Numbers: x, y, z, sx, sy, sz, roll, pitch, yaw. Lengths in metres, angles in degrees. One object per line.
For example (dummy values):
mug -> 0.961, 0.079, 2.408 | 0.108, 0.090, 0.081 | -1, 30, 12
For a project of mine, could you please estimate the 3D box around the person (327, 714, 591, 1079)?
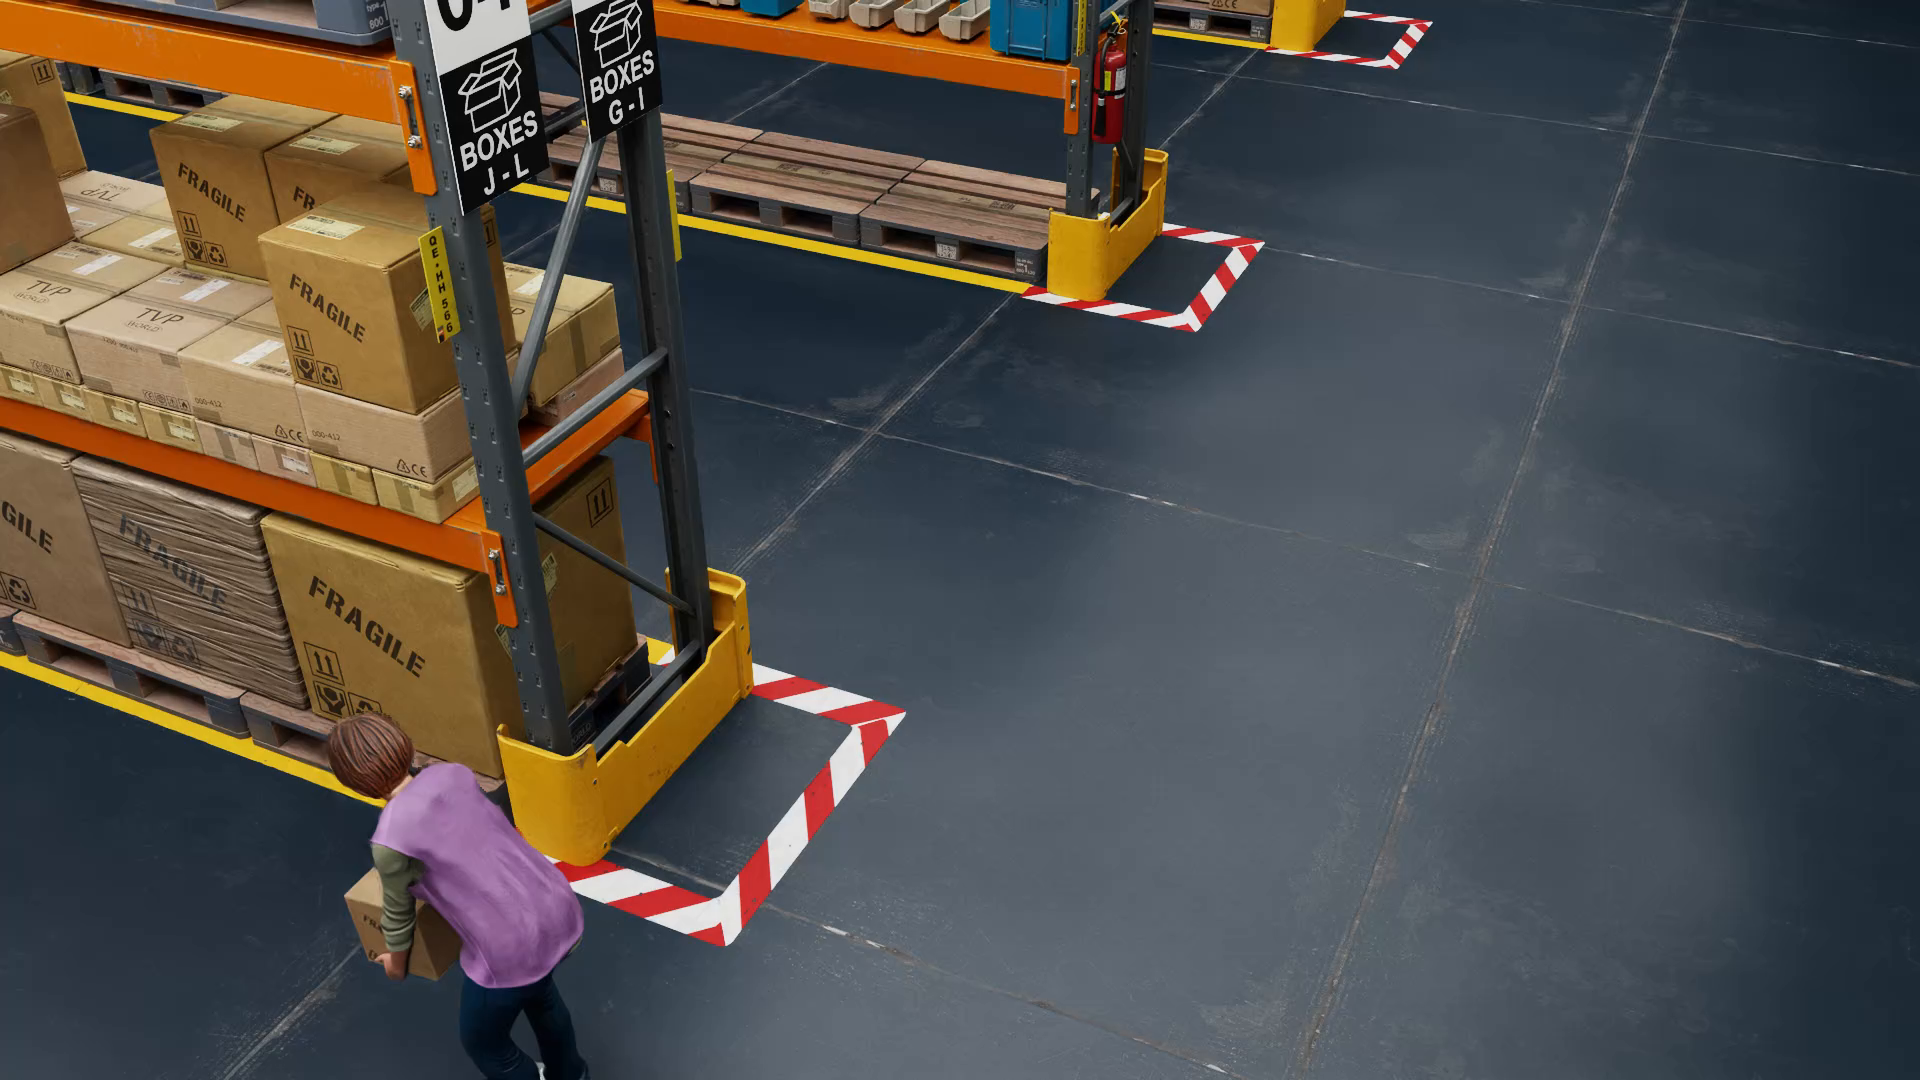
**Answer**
person -> -1.349, 1.116, 4.634 | 0.646, 1.459, 0.374 | 14, 37, 19
